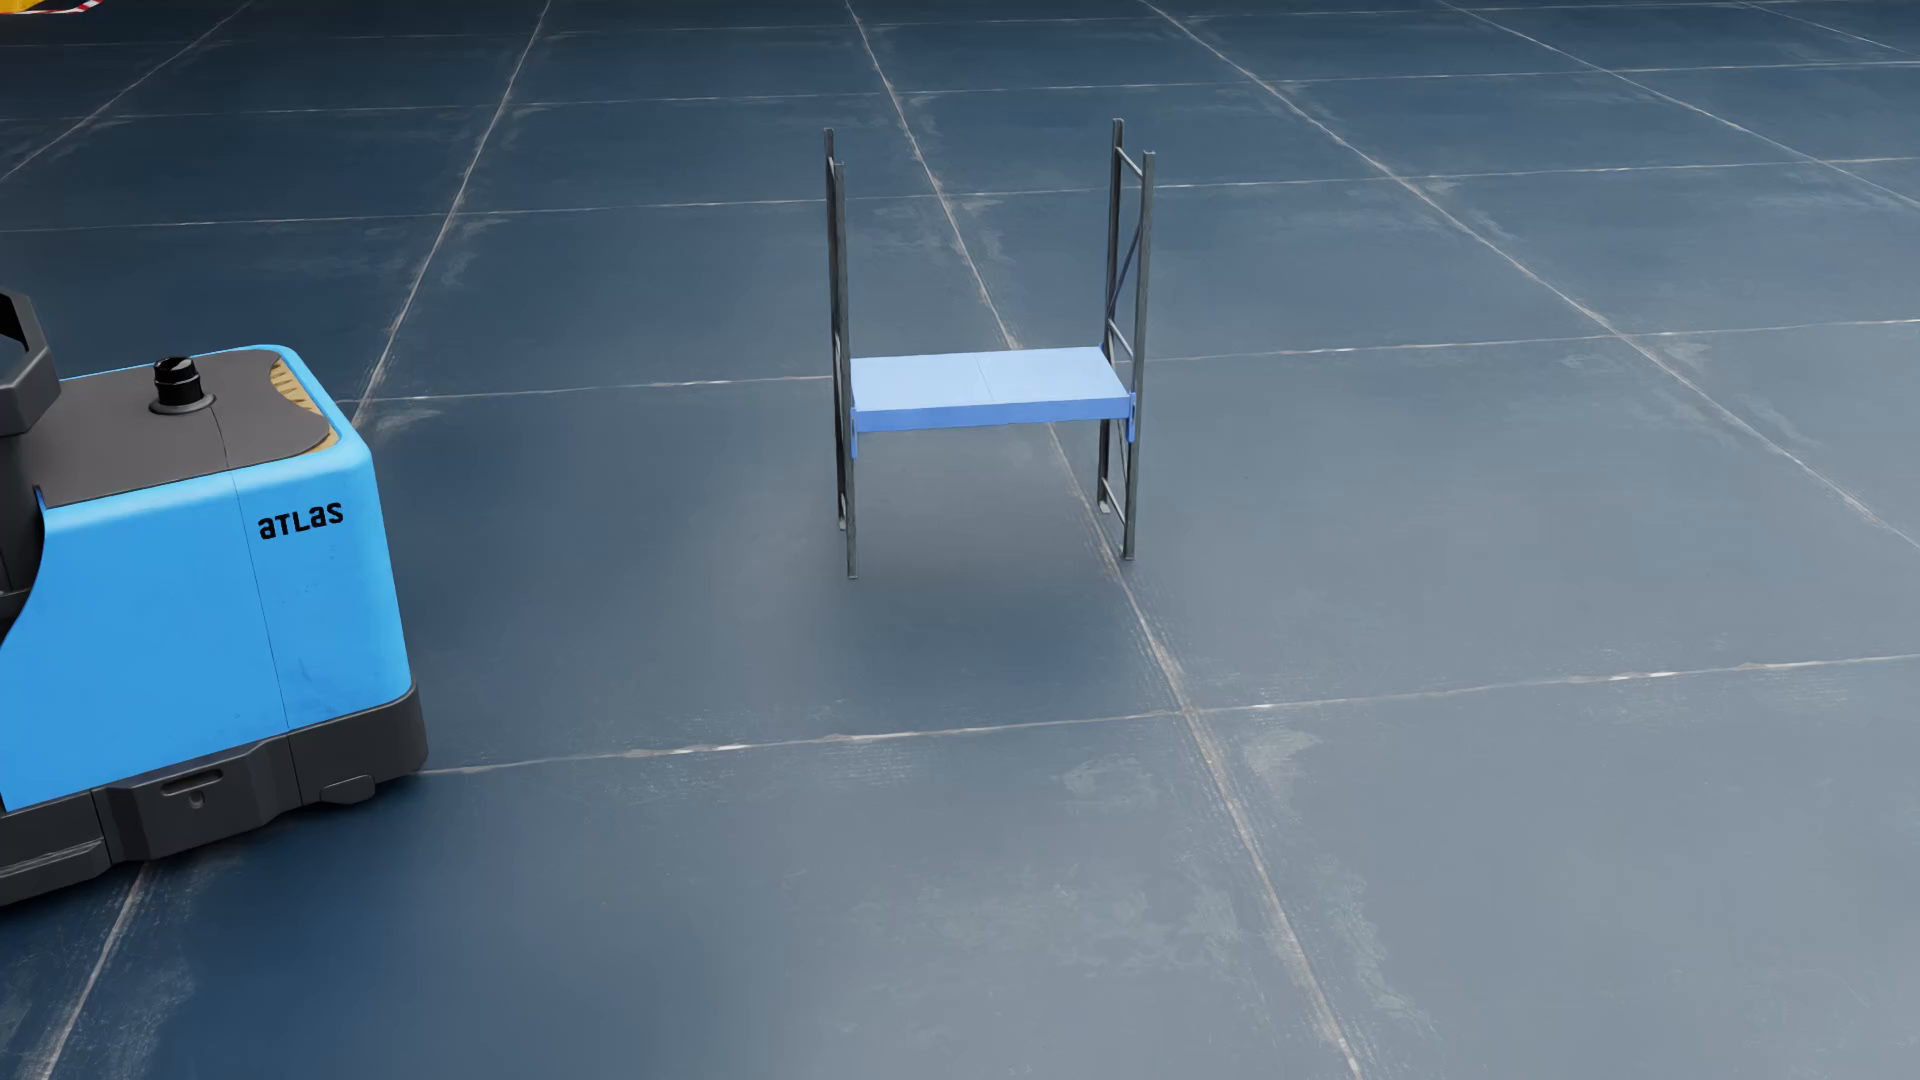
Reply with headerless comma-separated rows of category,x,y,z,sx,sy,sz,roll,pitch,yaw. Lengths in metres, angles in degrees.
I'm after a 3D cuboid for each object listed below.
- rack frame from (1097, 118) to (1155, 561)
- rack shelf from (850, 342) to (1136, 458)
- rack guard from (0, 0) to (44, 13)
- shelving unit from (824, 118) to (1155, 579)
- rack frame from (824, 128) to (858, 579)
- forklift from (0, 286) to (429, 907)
rack frame,0.588,-0.705,5.981,0.032,1.500,0.500,-4,27,-7
rack shelf,0.084,-0.513,6.000,1.000,0.185,0.538,-4,27,-7
rack guard,-9.502,-5.673,16.759,0.348,0.500,1.175,-4,27,-7
shelving unit,0.084,-0.673,5.918,1.048,1.500,0.538,-4,27,-7
rack frame,-0.419,-0.640,5.855,0.032,1.500,0.500,-4,27,-7
forklift,-3.076,-0.423,3.864,3.031,2.935,1.130,-16,31,-28
